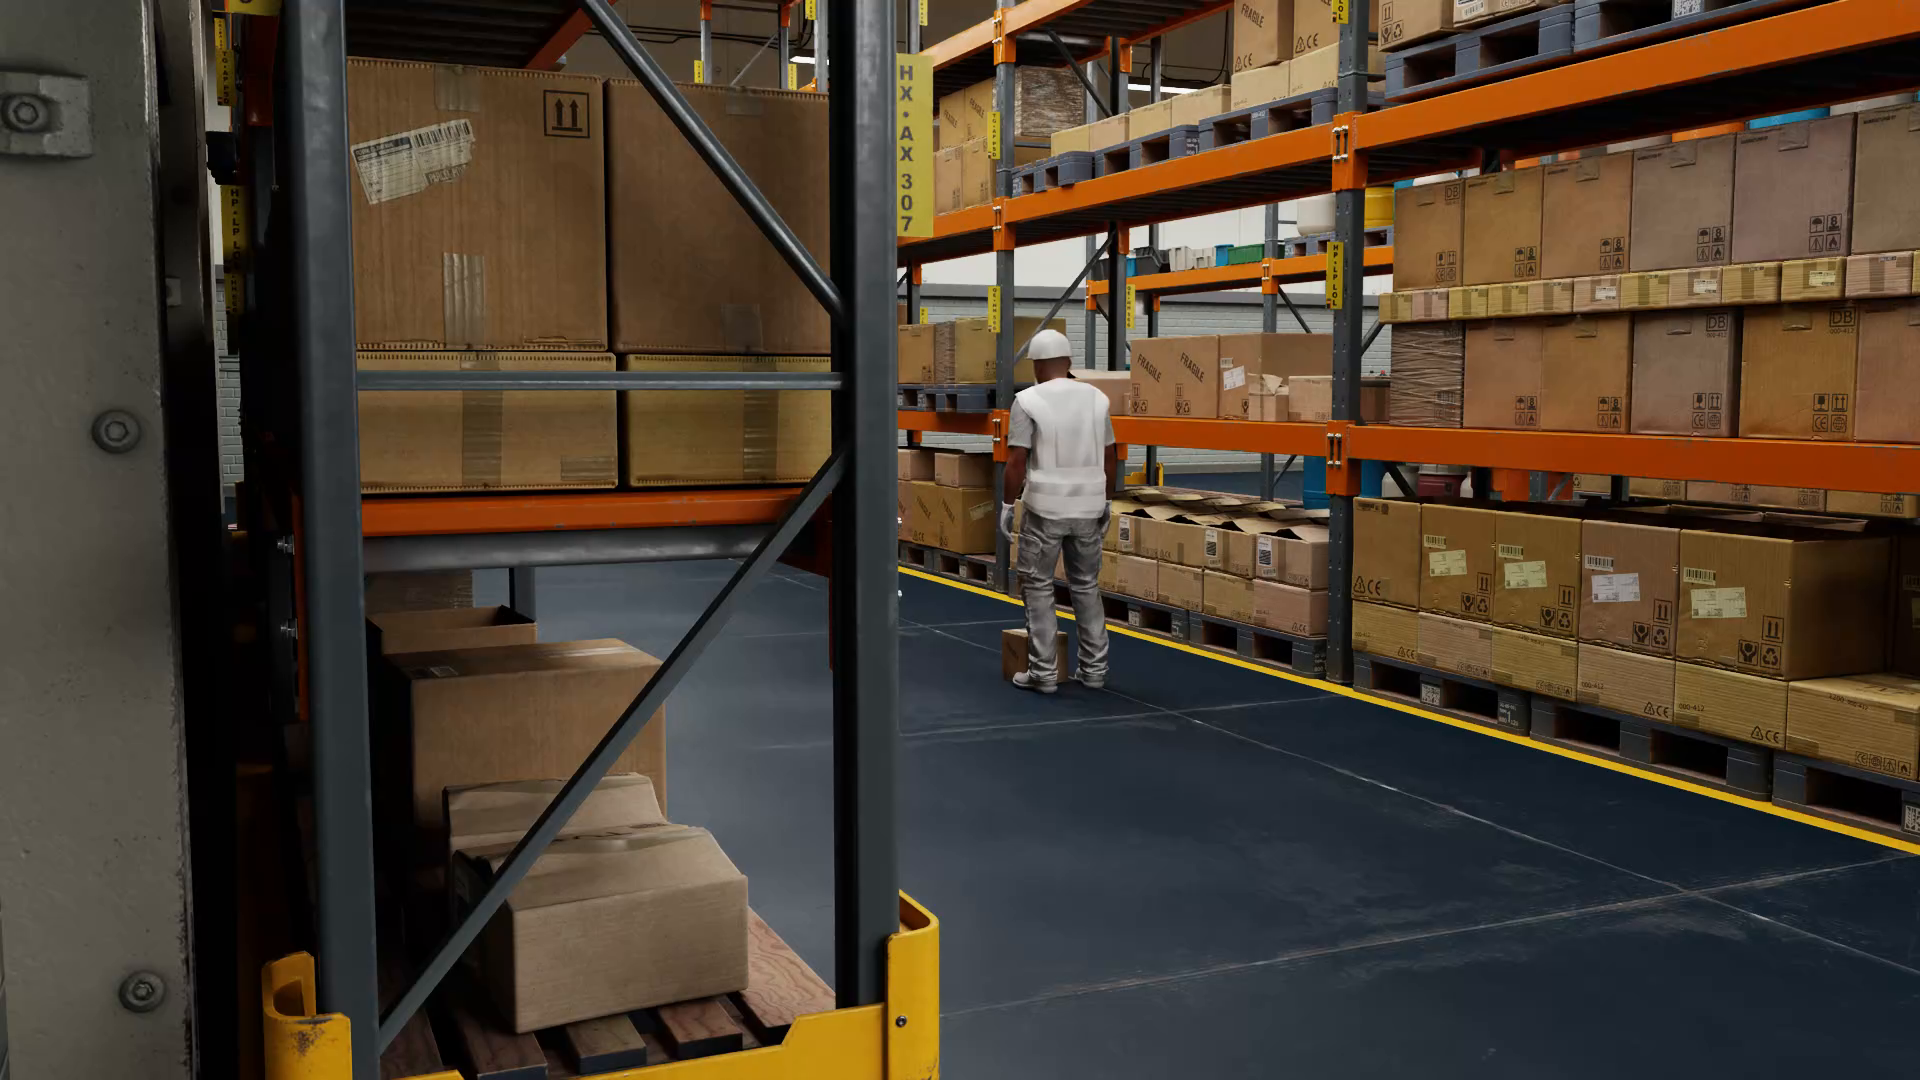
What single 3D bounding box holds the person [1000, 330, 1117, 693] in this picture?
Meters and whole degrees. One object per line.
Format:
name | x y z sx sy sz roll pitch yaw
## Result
person | 0.490 -0.147 8.217 0.617 1.775 0.446 -2 6 -23
